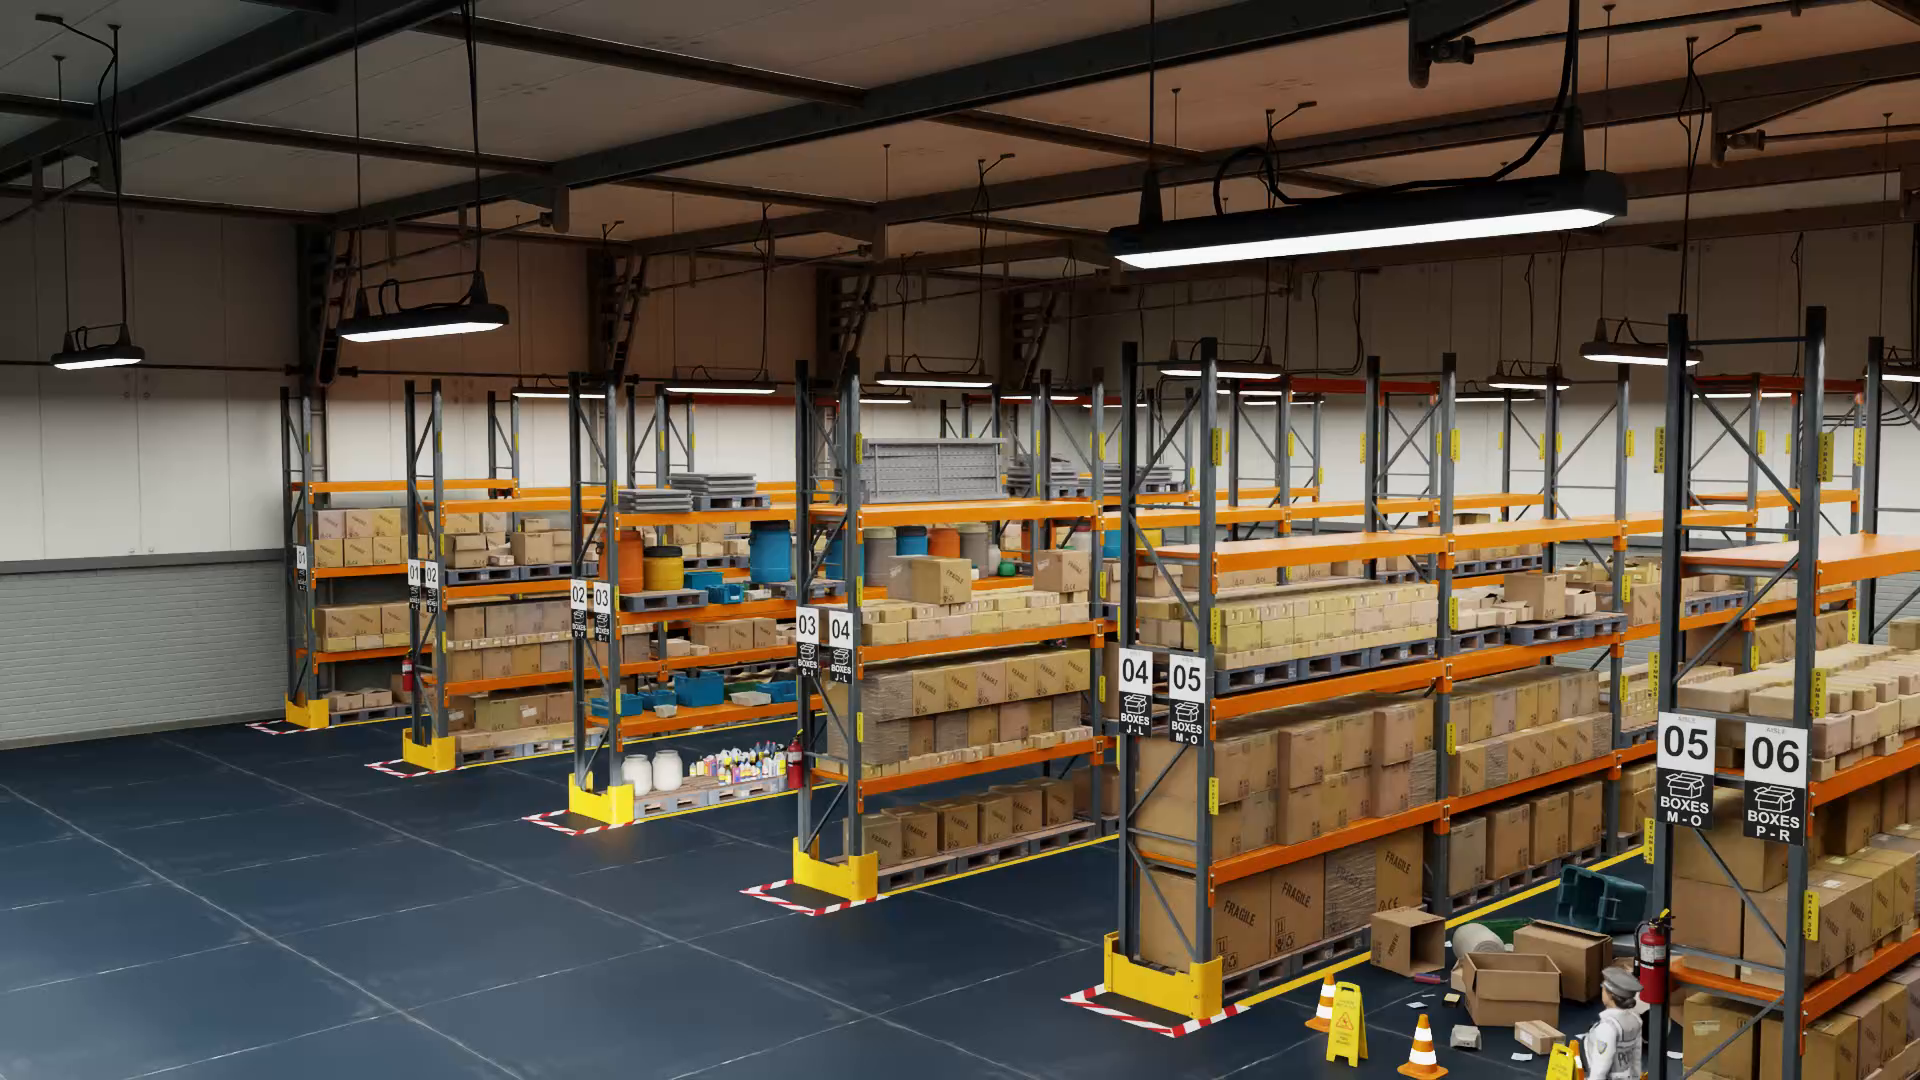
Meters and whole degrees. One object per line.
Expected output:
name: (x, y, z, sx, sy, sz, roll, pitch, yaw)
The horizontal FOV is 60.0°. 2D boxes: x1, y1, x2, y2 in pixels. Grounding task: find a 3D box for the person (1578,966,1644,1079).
person: (4.314, 3.635, 10.851, 0.771, 1.656, 0.462, 1, 4, 16)
